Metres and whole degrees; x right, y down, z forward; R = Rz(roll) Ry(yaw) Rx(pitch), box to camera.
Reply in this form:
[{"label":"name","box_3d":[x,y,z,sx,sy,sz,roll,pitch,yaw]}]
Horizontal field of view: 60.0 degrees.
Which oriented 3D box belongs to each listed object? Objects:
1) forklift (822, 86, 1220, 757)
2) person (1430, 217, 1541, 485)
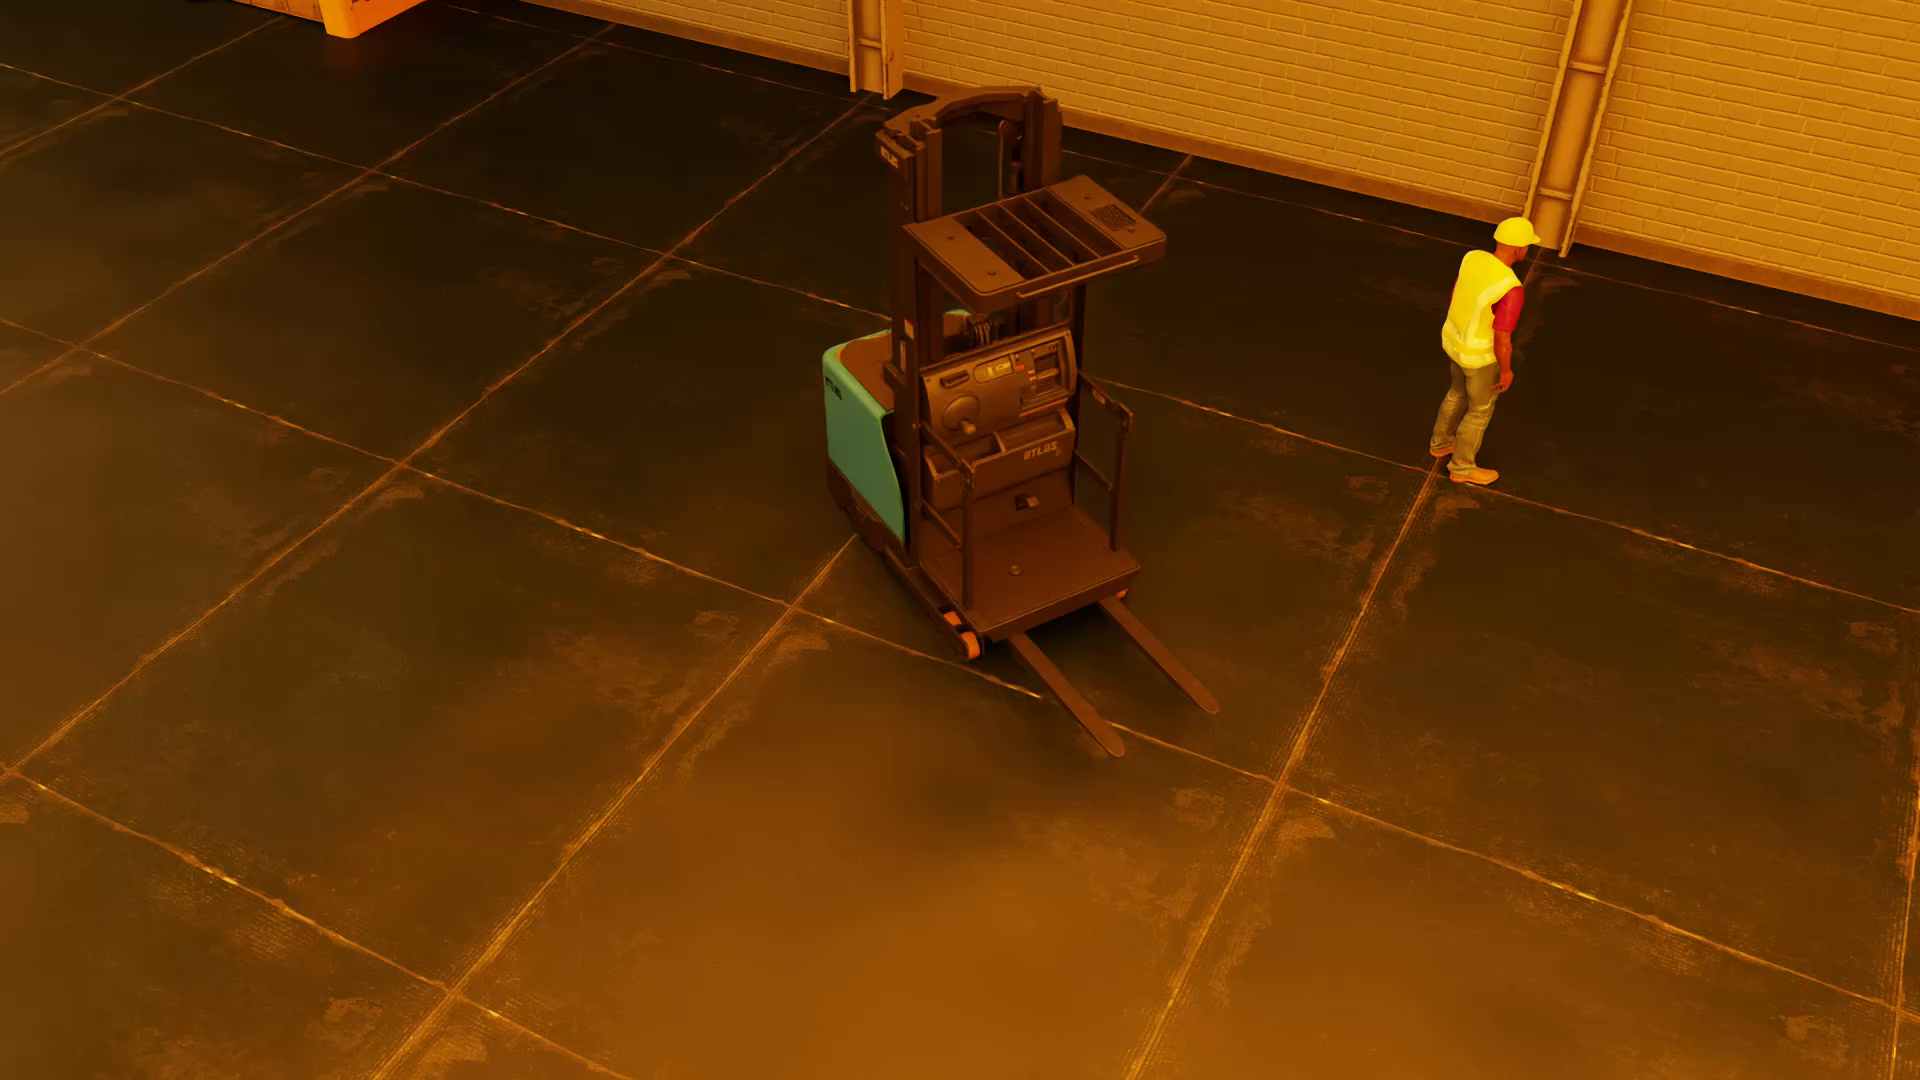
[{"label":"forklift","box_3d":[0.334,-0.779,8.911,1.130,2.935,3.031,-21,44,-23]},{"label":"person","box_3d":[3.231,-1.190,10.312,0.461,1.759,0.630,-10,41,-12]}]
